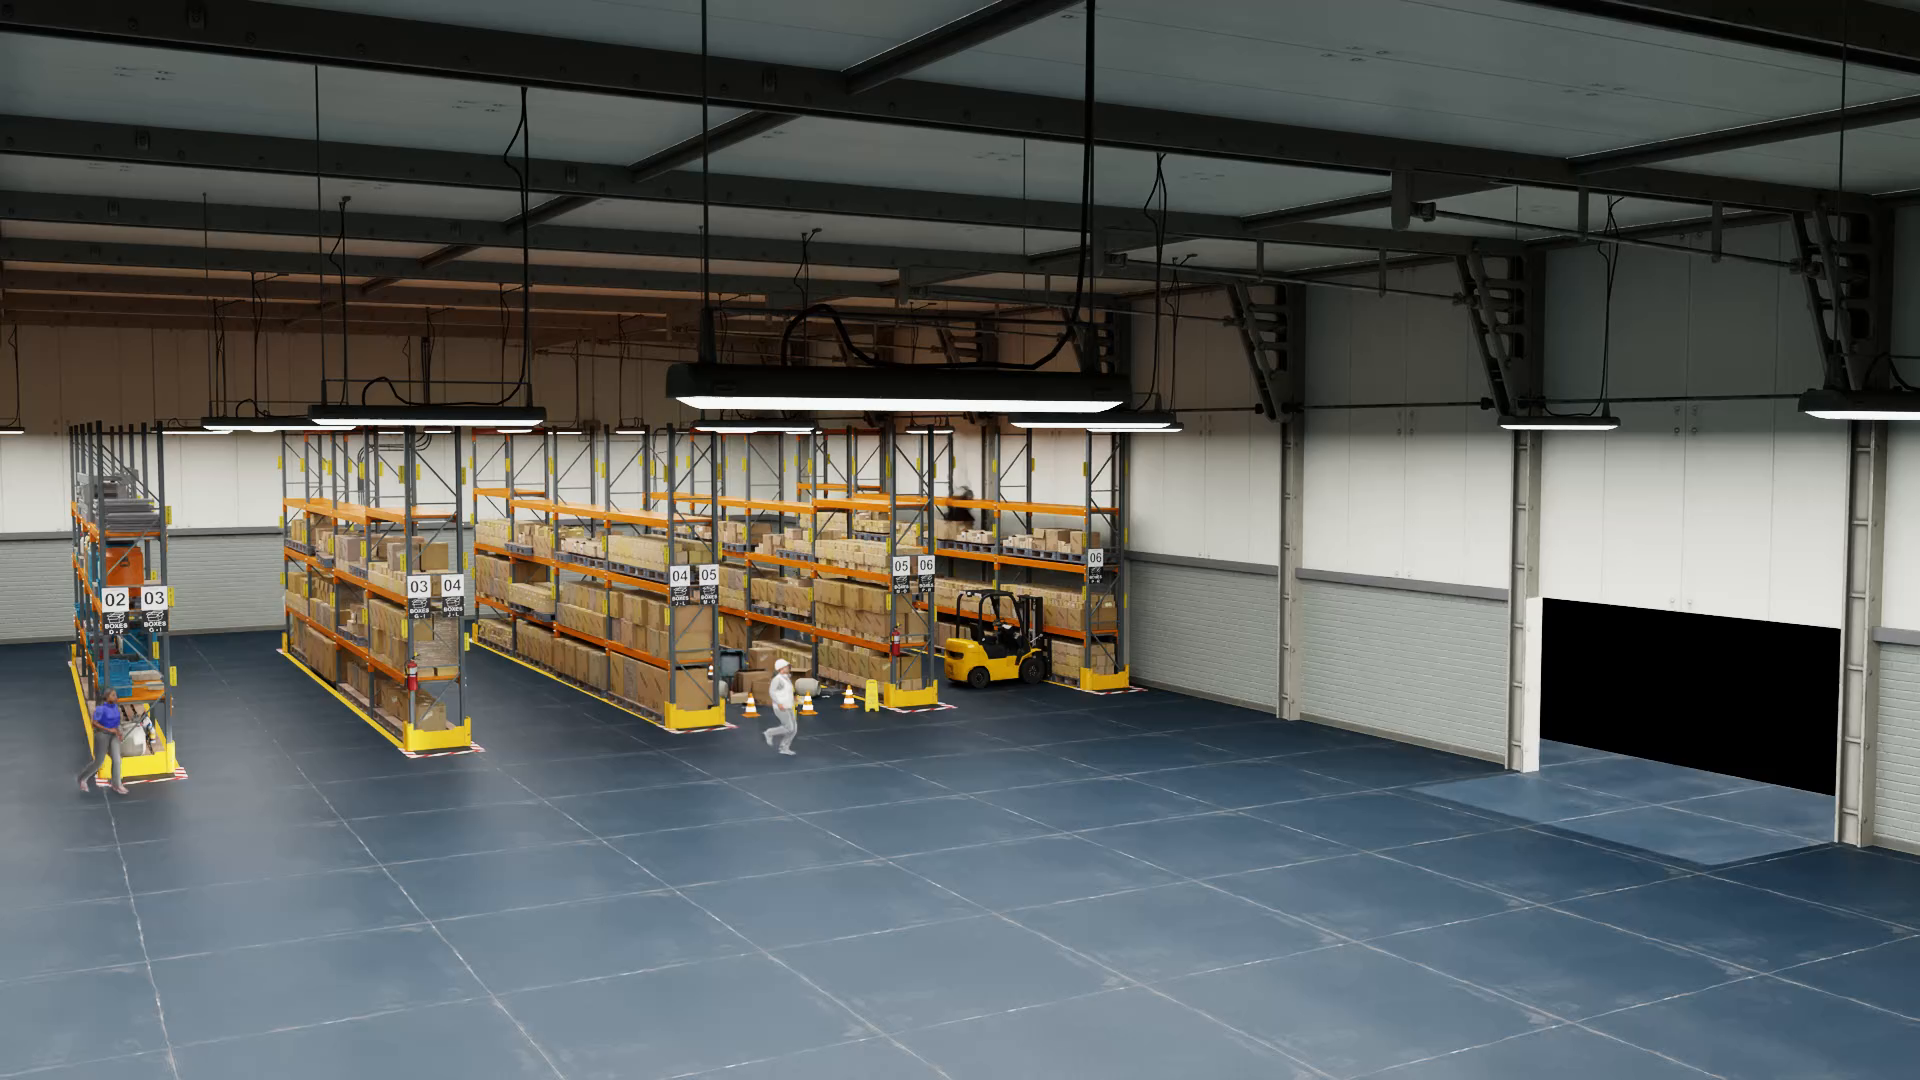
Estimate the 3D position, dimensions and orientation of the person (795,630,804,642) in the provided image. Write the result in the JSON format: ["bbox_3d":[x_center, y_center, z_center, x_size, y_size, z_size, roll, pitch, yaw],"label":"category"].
[{"bbox_3d":[-4.531,2.021,46.328,0.580,1.750,0.737,-3,5,-40],"label":"person"}]

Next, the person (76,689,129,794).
[{"bbox_3d":[-13.768,3.232,26.857,0.852,1.661,0.627,1,4,13],"label":"person"}]

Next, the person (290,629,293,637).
[{"bbox_3d":[-18.116,2.095,45.911,0.968,1.611,0.697,0,4,-5],"label":"person"}]

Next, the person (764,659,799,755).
[{"bbox_3d":[-3.216,3.015,30.015,0.581,1.736,0.696,1,4,16],"label":"person"}]
